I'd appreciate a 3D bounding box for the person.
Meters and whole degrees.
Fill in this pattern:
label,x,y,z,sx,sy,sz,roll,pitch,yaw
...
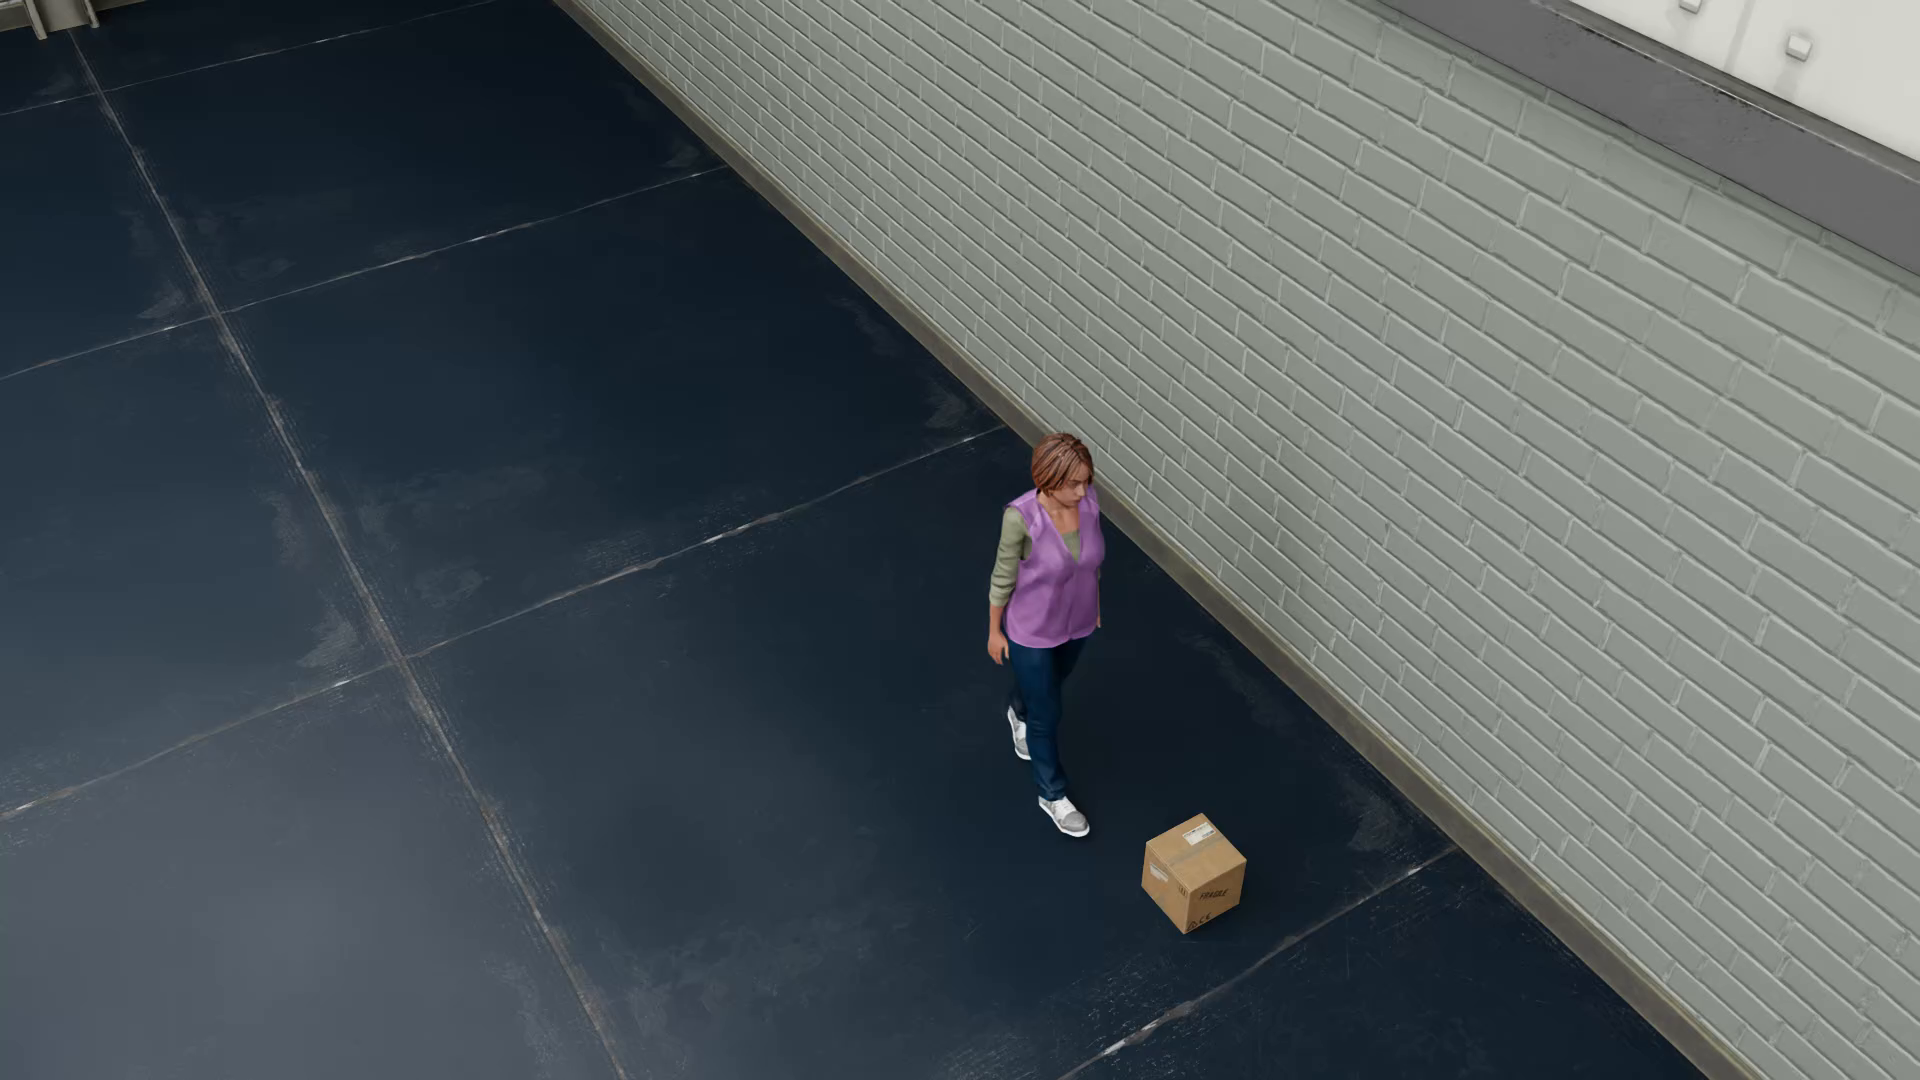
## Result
label,x,y,z,sx,sy,sz,roll,pitch,yaw
person,0.329,0.303,5.816,0.444,1.580,0.679,-23,46,-24
